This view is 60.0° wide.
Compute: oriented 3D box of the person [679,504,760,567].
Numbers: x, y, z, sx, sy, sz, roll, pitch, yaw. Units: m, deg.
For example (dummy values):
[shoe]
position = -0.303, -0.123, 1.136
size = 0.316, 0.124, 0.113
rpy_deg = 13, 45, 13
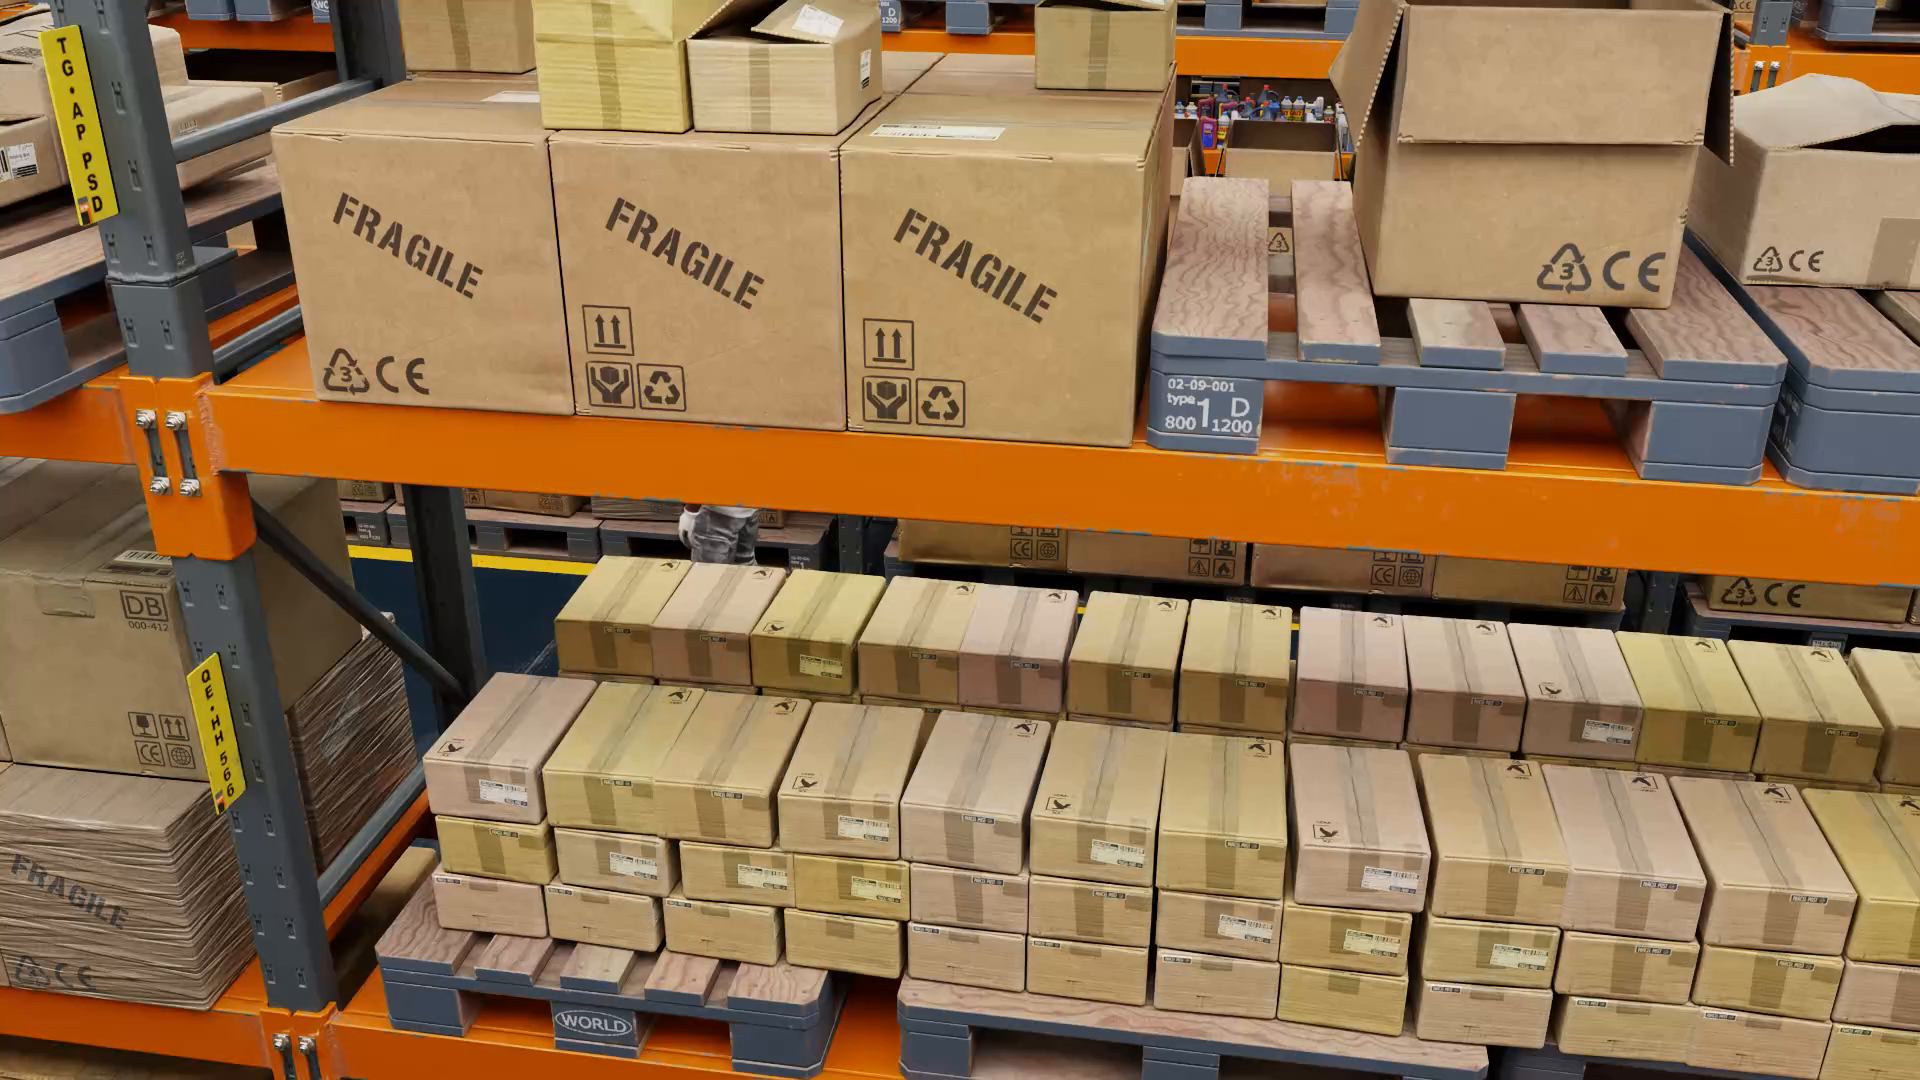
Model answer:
[person]
position = -1.090, -0.202, 7.533
size = 0.453, 1.774, 0.622
rpy_deg = 8, 26, 17
